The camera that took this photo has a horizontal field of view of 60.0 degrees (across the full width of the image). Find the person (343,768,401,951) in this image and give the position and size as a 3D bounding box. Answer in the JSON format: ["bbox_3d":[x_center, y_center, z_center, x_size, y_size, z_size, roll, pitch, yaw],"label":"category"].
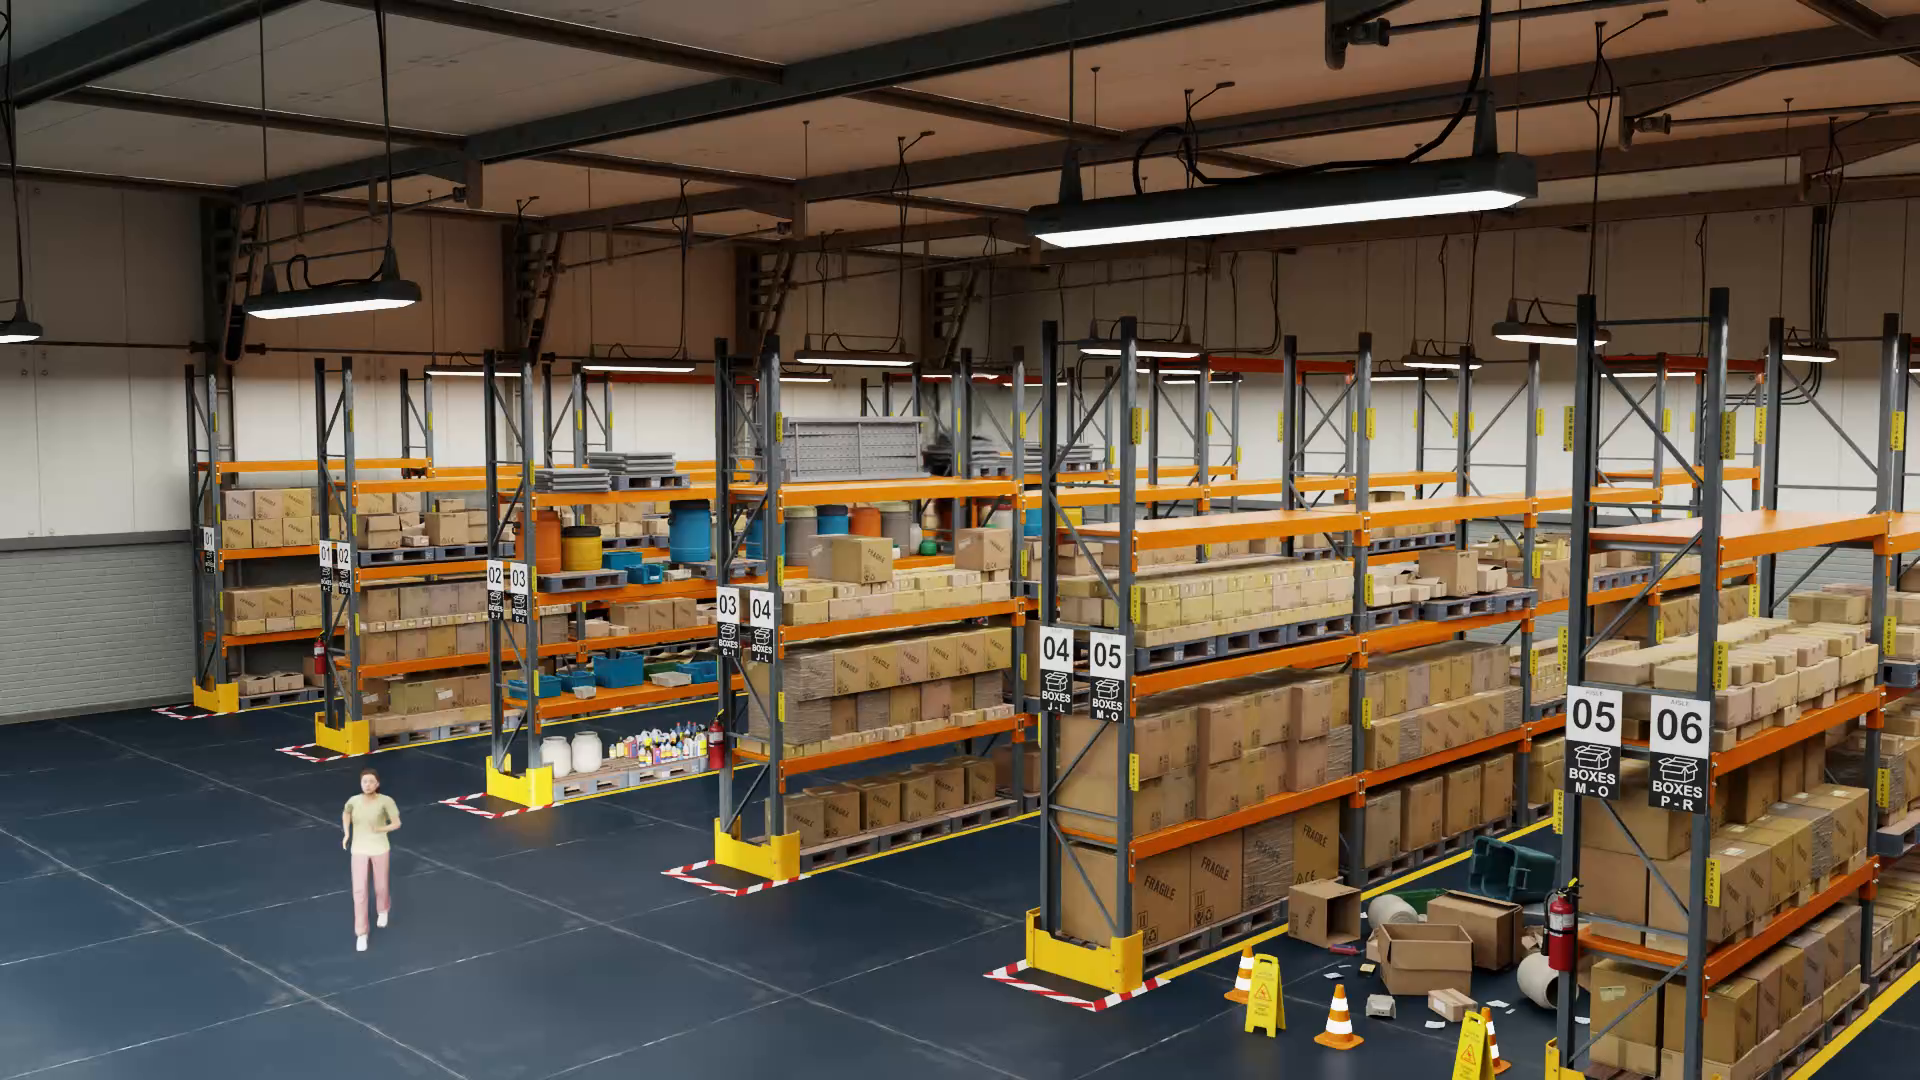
[{"bbox_3d":[-5.748,3.056,16.239,0.577,1.663,0.947,-1,4,-12],"label":"person"}]

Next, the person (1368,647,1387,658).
[{"bbox_3d":[6.235,2.367,24.921,0.686,1.837,0.805,3,5,36],"label":"person"}]

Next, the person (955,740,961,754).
[{"bbox_3d":[-0.072,2.180,23.937,0.685,1.765,0.694,4,6,43],"label":"person"}]
